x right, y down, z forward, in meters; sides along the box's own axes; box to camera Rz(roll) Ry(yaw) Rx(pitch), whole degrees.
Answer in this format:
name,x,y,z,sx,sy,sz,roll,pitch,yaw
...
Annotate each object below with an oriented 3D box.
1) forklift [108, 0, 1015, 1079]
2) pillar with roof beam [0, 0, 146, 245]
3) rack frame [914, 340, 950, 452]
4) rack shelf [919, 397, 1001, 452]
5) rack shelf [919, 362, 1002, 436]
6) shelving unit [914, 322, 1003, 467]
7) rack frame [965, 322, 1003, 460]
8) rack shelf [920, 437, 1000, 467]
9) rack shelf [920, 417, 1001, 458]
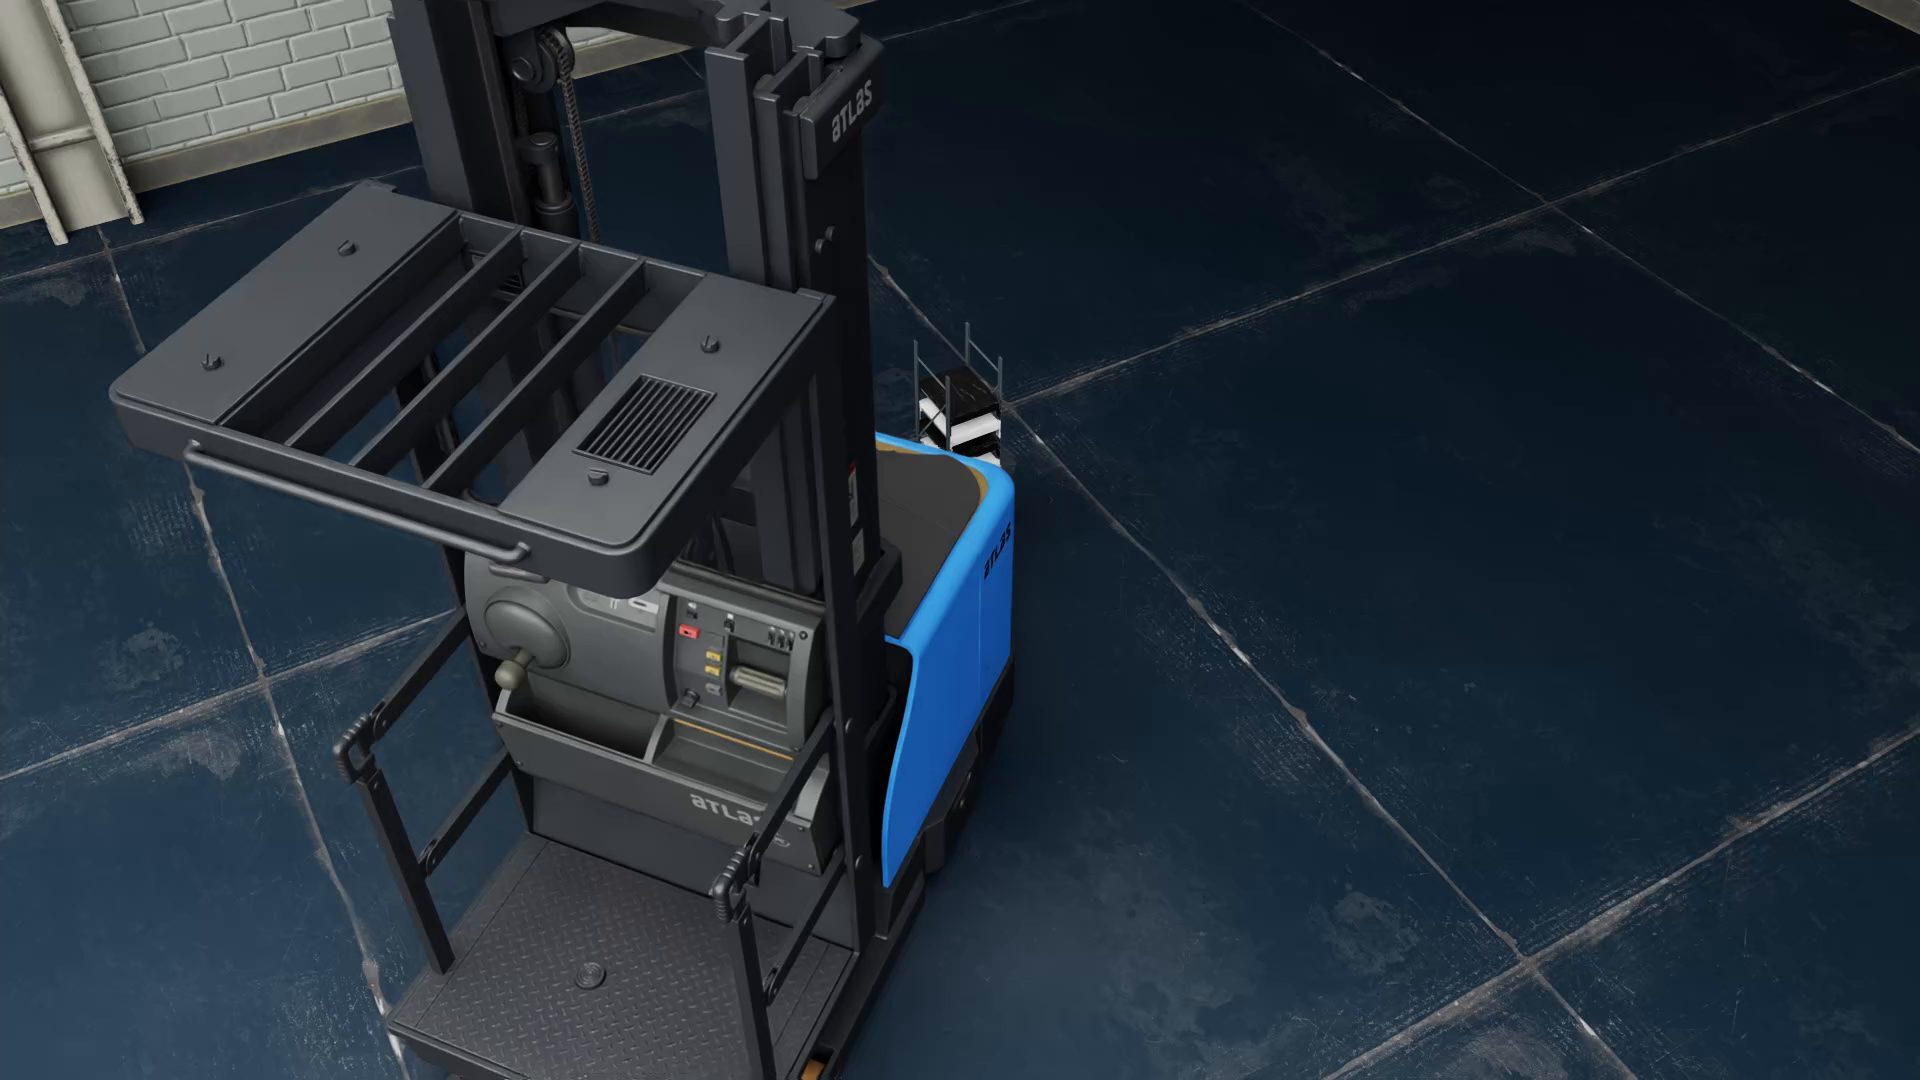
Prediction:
name,x,y,z,sx,sy,sz,roll,pitch,yaw
forklift,-0.851,0.328,3.808,1.130,2.935,3.031,16,46,16
pillar with roof beam,-1.917,-2.144,1.998,0.400,9.000,9.100,-22,48,-21
rack frame,-0.095,-0.285,5.897,0.006,0.900,0.240,-22,48,-21
rack shelf,-0.007,-0.425,5.832,0.200,0.077,0.258,-22,48,-21
rack shelf,-0.007,-0.490,5.769,0.200,0.077,0.258,-22,48,-21
shelving unit,-0.007,-0.320,5.934,0.210,0.900,0.258,-22,48,-21
rack frame,0.081,-0.355,5.970,0.006,0.900,0.240,-22,48,-21
rack shelf,-0.007,-0.296,5.957,0.200,0.077,0.258,-22,48,-21
rack shelf,-0.007,-0.361,5.894,0.200,0.077,0.258,-22,48,-21
